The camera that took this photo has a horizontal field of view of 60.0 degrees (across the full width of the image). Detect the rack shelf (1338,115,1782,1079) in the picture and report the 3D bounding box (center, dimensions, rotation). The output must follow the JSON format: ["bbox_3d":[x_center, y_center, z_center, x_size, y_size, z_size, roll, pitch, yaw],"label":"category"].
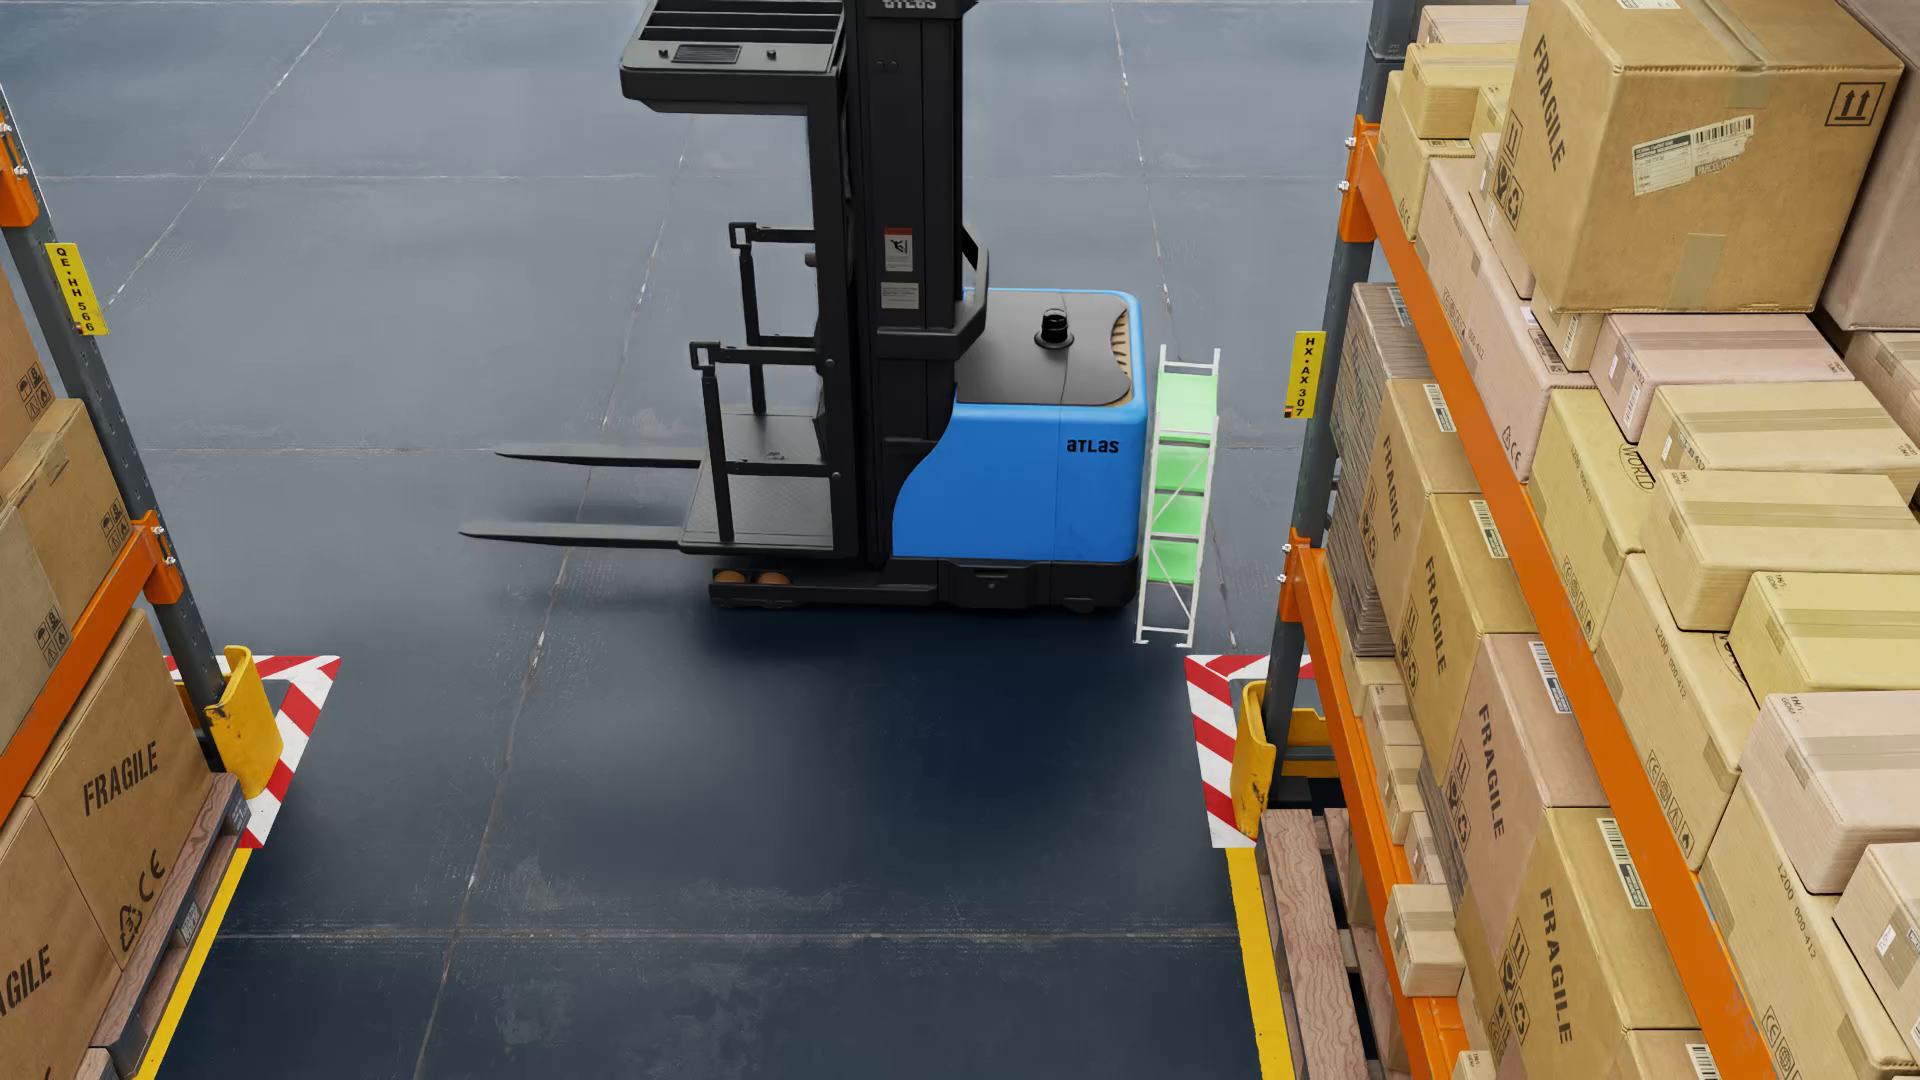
[{"bbox_3d":[1.649,0.173,3.312,1.077,0.370,4.000,0,39,0],"label":"rack shelf"}]

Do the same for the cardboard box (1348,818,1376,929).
[{"bbox_3d":[1.631,1.014,5.749,0.500,0.500,0.500,7,39,8],"label":"cardboard box"}]

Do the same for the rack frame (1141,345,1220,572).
[{"bbox_3d":[0.944,-0.320,7.189,0.240,1.200,0.015,5,39,6],"label":"rack frame"}]

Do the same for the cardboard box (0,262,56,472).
[{"bbox_3d":[-3.351,-0.495,4.986,0.875,0.550,0.550,0,39,0],"label":"cardboard box"}]

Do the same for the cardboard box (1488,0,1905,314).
[{"bbox_3d":[1.379,-0.780,3.208,0.500,0.500,0.500,0,39,0],"label":"cardboard box"}]

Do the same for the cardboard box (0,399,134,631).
[{"bbox_3d":[-3.267,-0.074,5.324,0.875,0.550,0.550,0,39,0],"label":"cardboard box"}]

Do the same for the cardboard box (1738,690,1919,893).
[{"bbox_3d":[1.340,0.346,2.322,0.380,0.149,0.250,-1,39,-1],"label":"cardboard box"}]

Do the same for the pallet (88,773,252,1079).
[{"bbox_3d":[-3.234,1.341,5.908,1.003,0.211,1.213,0,39,0],"label":"pallet"}]

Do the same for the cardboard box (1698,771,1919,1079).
[{"bbox_3d":[1.400,0.590,2.336,0.500,0.250,0.500,1,39,1],"label":"cardboard box"}]

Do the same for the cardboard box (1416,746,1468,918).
[{"bbox_3d":[1.698,0.626,4.252,0.875,0.500,0.500,0,39,0],"label":"cardboard box"}]

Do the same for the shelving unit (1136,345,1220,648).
[{"bbox_3d":[0.912,-0.168,7.001,0.258,1.200,0.503,5,39,6],"label":"shelving unit"}]

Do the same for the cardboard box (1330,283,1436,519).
[{"bbox_3d":[1.375,-0.389,4.719,0.500,0.500,0.500,0,39,0],"label":"cardboard box"}]

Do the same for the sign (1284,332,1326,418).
[{"bbox_3d":[1.104,-0.525,5.315,0.100,0.325,0.005,0,39,0],"label":"sign"}]

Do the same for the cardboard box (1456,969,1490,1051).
[{"bbox_3d":[1.447,1.183,4.076,0.380,0.149,0.250,0,39,0],"label":"cardboard box"}]

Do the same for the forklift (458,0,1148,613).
[{"bbox_3d":[-0.716,-1.166,6.861,3.031,2.935,1.130,2,39,2],"label":"forklift"}]

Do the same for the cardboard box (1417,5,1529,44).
[{"bbox_3d":[1.416,-1.283,4.355,0.380,0.149,0.250,0,39,0],"label":"cardboard box"}]

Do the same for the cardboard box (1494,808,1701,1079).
[{"bbox_3d":[1.374,0.862,3.159,0.500,0.500,0.500,0,39,0],"label":"cardboard box"}]

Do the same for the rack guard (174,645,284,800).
[{"bbox_3d":[-3.313,0.713,6.461,1.175,0.500,0.348,0,39,0],"label":"rack guard"}]

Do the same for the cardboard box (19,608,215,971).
[{"bbox_3d":[-3.246,0.842,5.664,0.875,0.875,0.875,0,39,0],"label":"cardboard box"}]

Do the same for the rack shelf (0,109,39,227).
[{"bbox_3d":[-3.311,0.113,3.386,1.077,0.370,4.000,0,39,0],"label":"rack shelf"}]

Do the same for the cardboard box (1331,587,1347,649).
[{"bbox_3d":[1.390,0.245,5.247,0.380,0.149,0.250,0,39,0],"label":"cardboard box"}]

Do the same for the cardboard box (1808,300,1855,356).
[{"bbox_3d":[1.954,-0.468,3.338,0.380,0.149,0.250,-2,39,-2],"label":"cardboard box"}]

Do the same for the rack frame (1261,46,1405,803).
[{"bbox_3d":[1.647,-0.188,5.586,1.000,3.000,0.127,0,39,0],"label":"rack frame"}]

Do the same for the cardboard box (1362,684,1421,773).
[{"bbox_3d":[1.396,0.558,4.857,0.380,0.149,0.250,0,39,0],"label":"cardboard box"}]

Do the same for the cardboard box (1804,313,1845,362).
[{"bbox_3d":[1.897,-0.366,3.529,0.500,0.250,0.500,1,39,1],"label":"cardboard box"}]

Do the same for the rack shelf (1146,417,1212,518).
[{"bbox_3d":[0.912,-0.306,6.891,0.258,0.148,0.480,5,39,6],"label":"rack shelf"}]

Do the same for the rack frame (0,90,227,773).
[{"bbox_3d":[-3.313,-0.248,5.660,1.000,3.000,0.127,0,39,0],"label":"rack frame"}]

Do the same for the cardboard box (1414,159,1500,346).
[{"bbox_3d":[1.396,-0.676,3.916,0.500,0.250,0.500,-1,39,-1],"label":"cardboard box"}]

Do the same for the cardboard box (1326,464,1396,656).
[{"bbox_3d":[1.620,0.001,5.032,0.875,0.500,0.500,0,39,0],"label":"cardboard box"}]

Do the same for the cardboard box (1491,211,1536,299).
[{"bbox_3d":[1.368,-0.641,3.553,0.380,0.149,0.250,0,39,0],"label":"cardboard box"}]

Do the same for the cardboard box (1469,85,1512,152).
[{"bbox_3d":[1.443,-0.963,3.956,0.380,0.149,0.250,-1,39,-1],"label":"cardboard box"}]

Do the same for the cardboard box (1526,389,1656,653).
[{"bbox_3d":[1.398,-0.041,3.123,0.500,0.250,0.500,1,39,1],"label":"cardboard box"}]

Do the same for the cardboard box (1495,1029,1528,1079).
[{"bbox_3d":[1.646,1.252,3.472,0.875,0.500,0.500,0,39,0],"label":"cardboard box"}]

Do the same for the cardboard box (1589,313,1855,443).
[{"bbox_3d":[1.430,-0.314,3.145,0.380,0.149,0.250,0,39,-1],"label":"cardboard box"}]

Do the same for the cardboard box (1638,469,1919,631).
[{"bbox_3d":[1.356,0.019,2.730,0.380,0.149,0.250,2,39,2],"label":"cardboard box"}]

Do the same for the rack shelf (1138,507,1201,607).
[{"bbox_3d":[0.912,0.069,7.191,0.258,0.148,0.480,5,39,6],"label":"rack shelf"}]

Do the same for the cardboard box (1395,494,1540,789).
[{"bbox_3d":[1.371,0.236,3.939,0.500,0.500,0.500,0,39,0],"label":"cardboard box"}]

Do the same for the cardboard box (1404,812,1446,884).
[{"bbox_3d":[1.417,0.870,4.466,0.380,0.149,0.250,0,39,0],"label":"cardboard box"}]

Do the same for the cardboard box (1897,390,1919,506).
[{"bbox_3d":[1.886,-0.134,2.921,0.380,0.149,0.250,1,39,1],"label":"cardboard box"}]

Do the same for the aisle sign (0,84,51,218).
[{"bbox_3d":[-3.013,-1.307,4.903,0.394,0.787,0.004,0,39,0],"label":"aisle sign"}]
